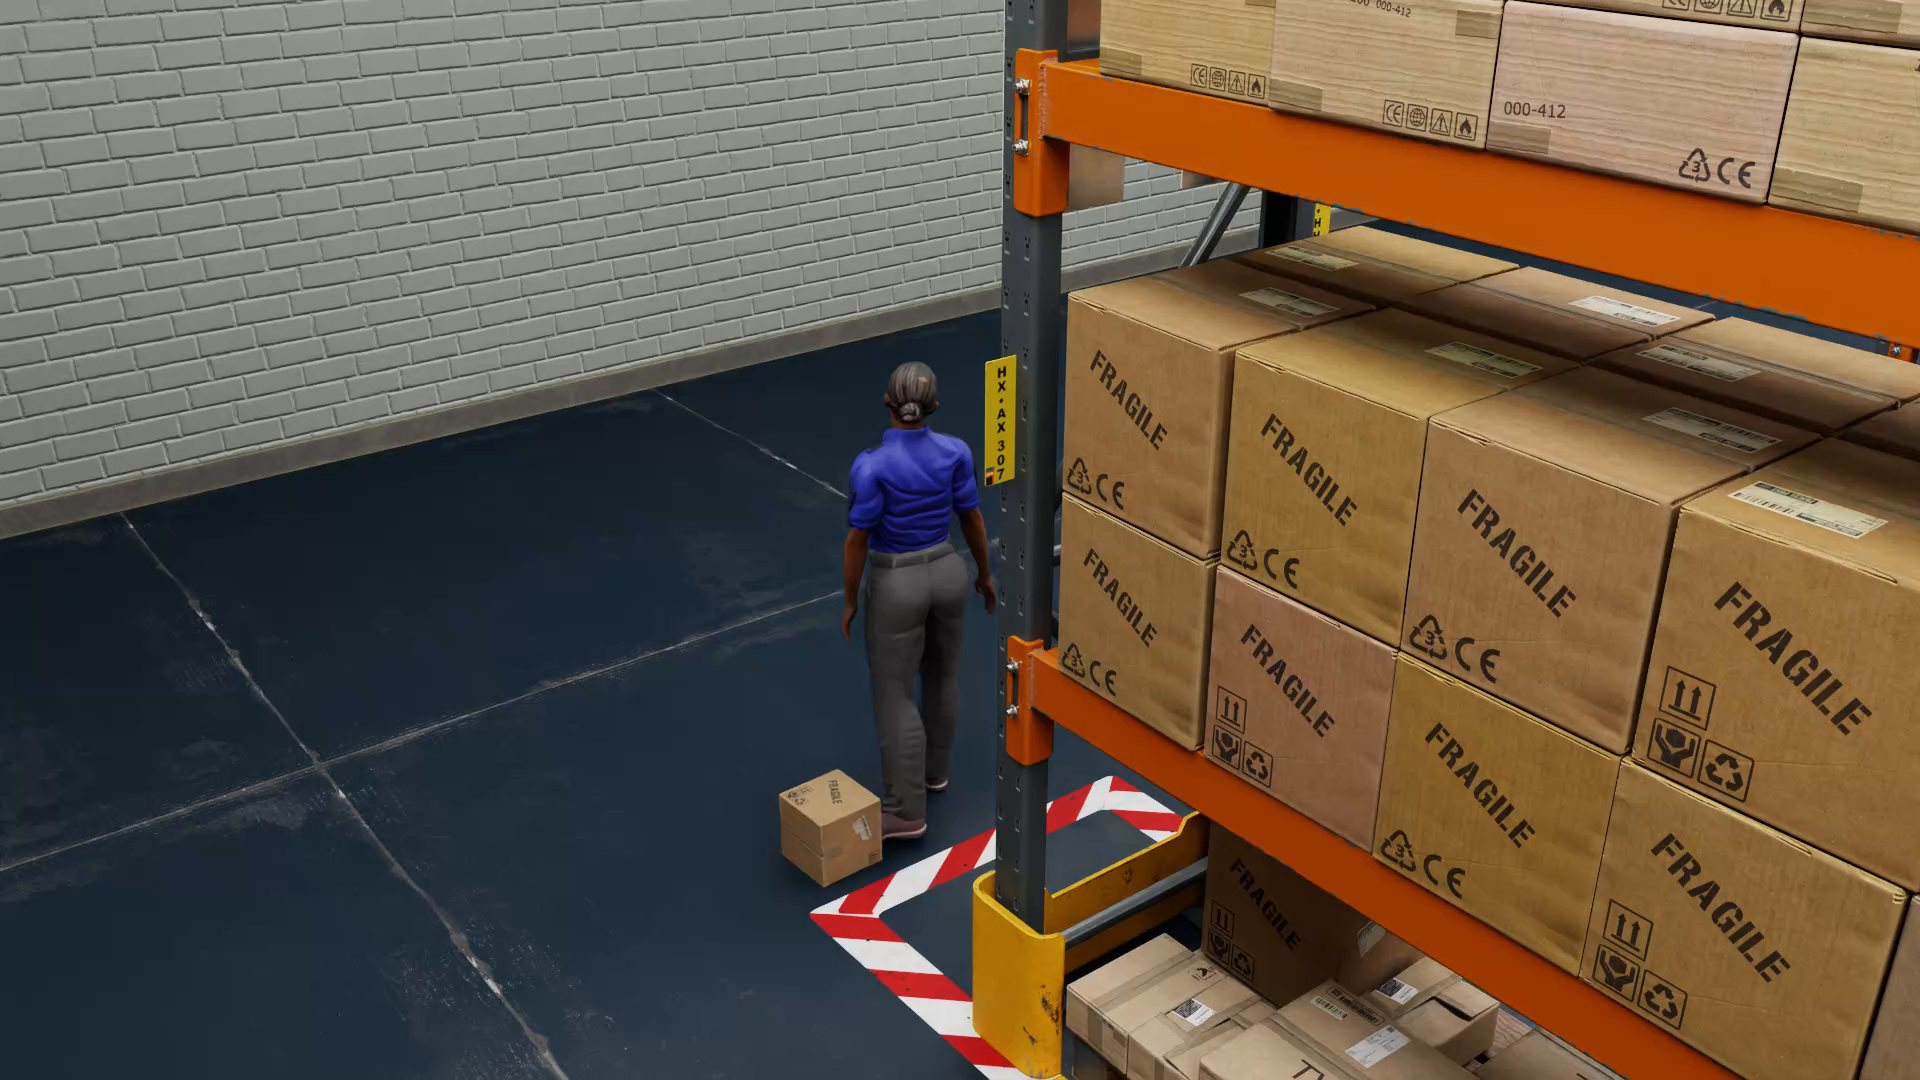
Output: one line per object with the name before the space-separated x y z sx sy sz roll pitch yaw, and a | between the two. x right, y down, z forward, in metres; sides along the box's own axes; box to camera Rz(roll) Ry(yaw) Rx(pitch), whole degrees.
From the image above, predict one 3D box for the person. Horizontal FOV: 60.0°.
person | -0.167 0.187 5.690 0.654 1.646 0.556 -13 28 -25
